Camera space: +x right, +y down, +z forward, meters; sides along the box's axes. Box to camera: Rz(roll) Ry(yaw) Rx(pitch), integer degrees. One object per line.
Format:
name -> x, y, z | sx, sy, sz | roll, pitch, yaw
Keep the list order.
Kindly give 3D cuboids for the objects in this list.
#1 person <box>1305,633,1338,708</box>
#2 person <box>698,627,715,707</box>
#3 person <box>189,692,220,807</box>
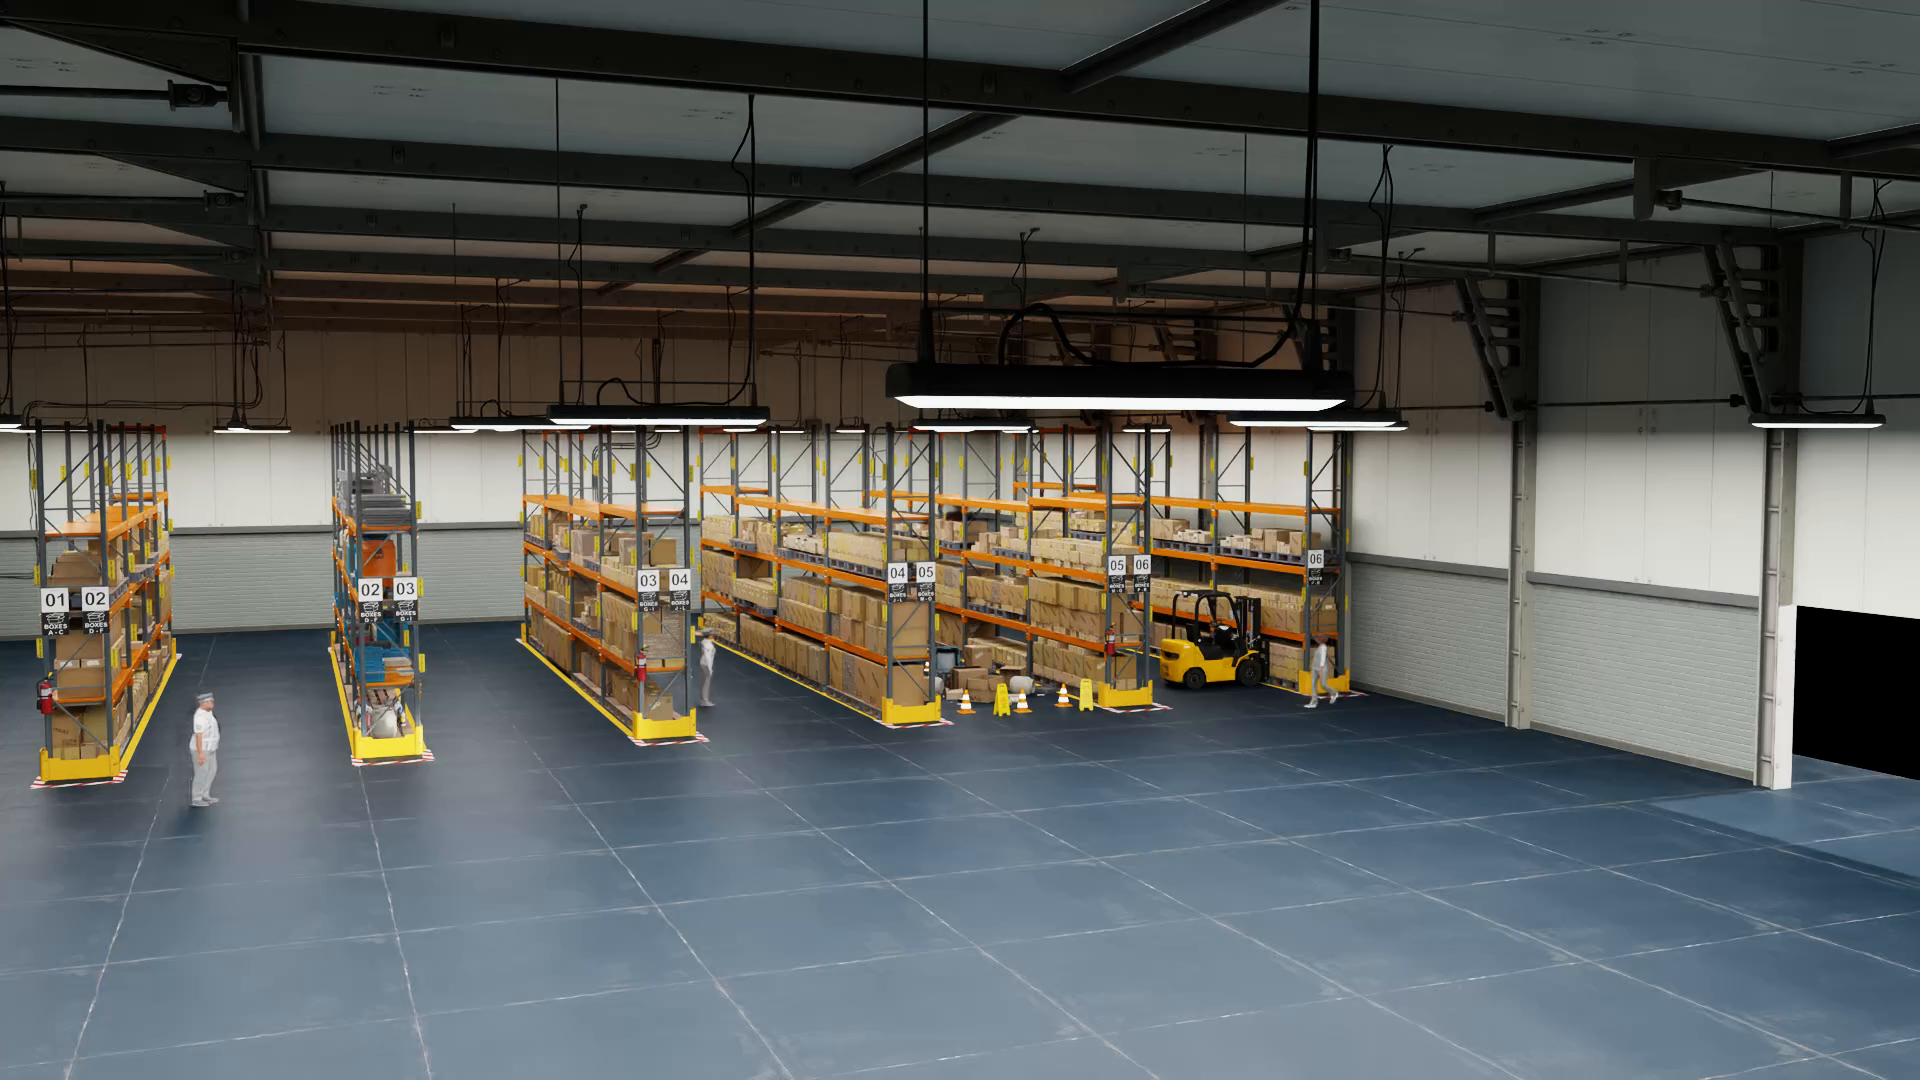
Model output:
person -> 7.636, 2.737, 35.065 | 0.748, 1.577, 0.400 | -3, 4, -35
person -> -5.359, 2.683, 35.217 | 0.361, 1.690, 0.535 | -1, 4, -9
person -> -11.697, 3.237, 25.728 | 0.407, 1.762, 0.667 | 0, 4, -4
